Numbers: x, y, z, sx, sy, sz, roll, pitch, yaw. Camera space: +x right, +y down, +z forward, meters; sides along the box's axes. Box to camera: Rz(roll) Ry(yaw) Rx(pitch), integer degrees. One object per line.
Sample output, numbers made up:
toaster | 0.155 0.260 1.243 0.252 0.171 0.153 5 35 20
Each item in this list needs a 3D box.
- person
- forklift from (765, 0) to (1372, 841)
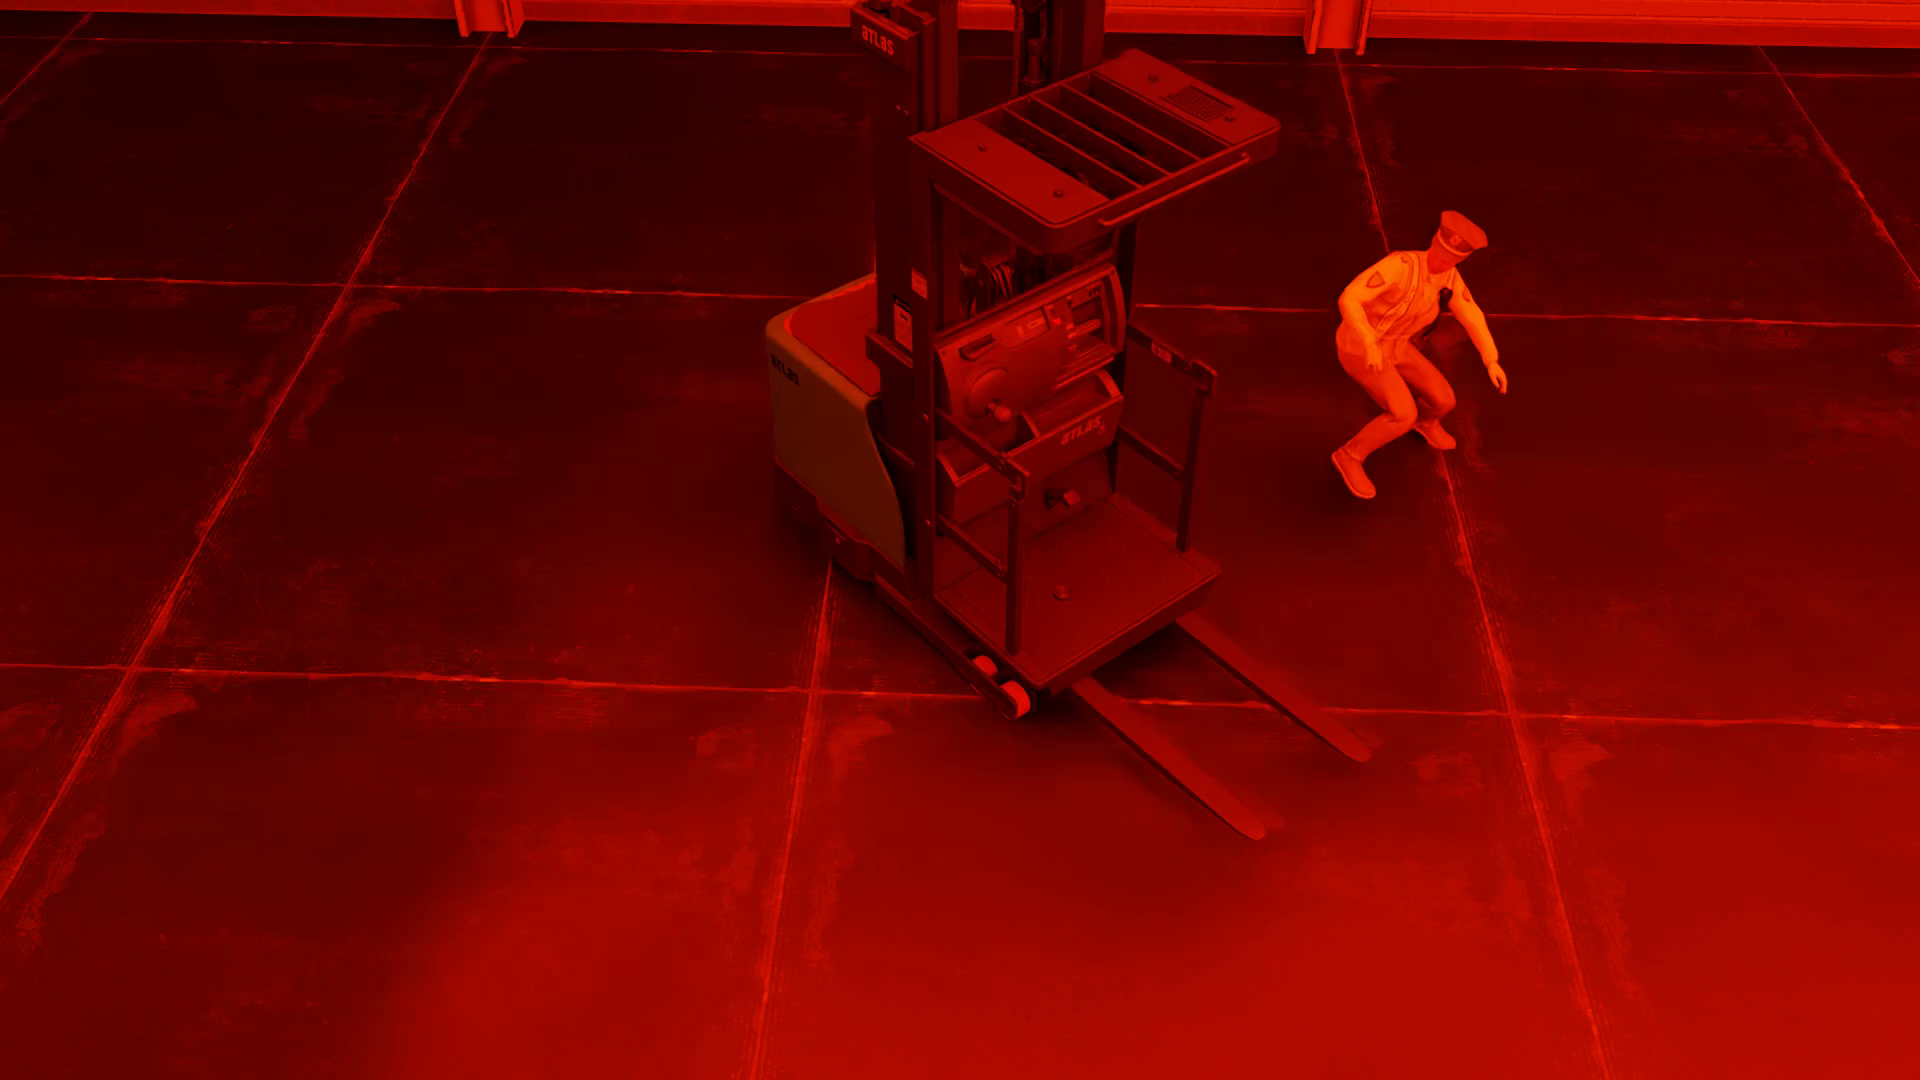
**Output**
person | 2.156 -0.887 7.840 0.842 1.466 0.658 -25 48 -25
forklift | 0.432 -0.704 6.514 1.130 2.935 3.031 -29 50 -28
